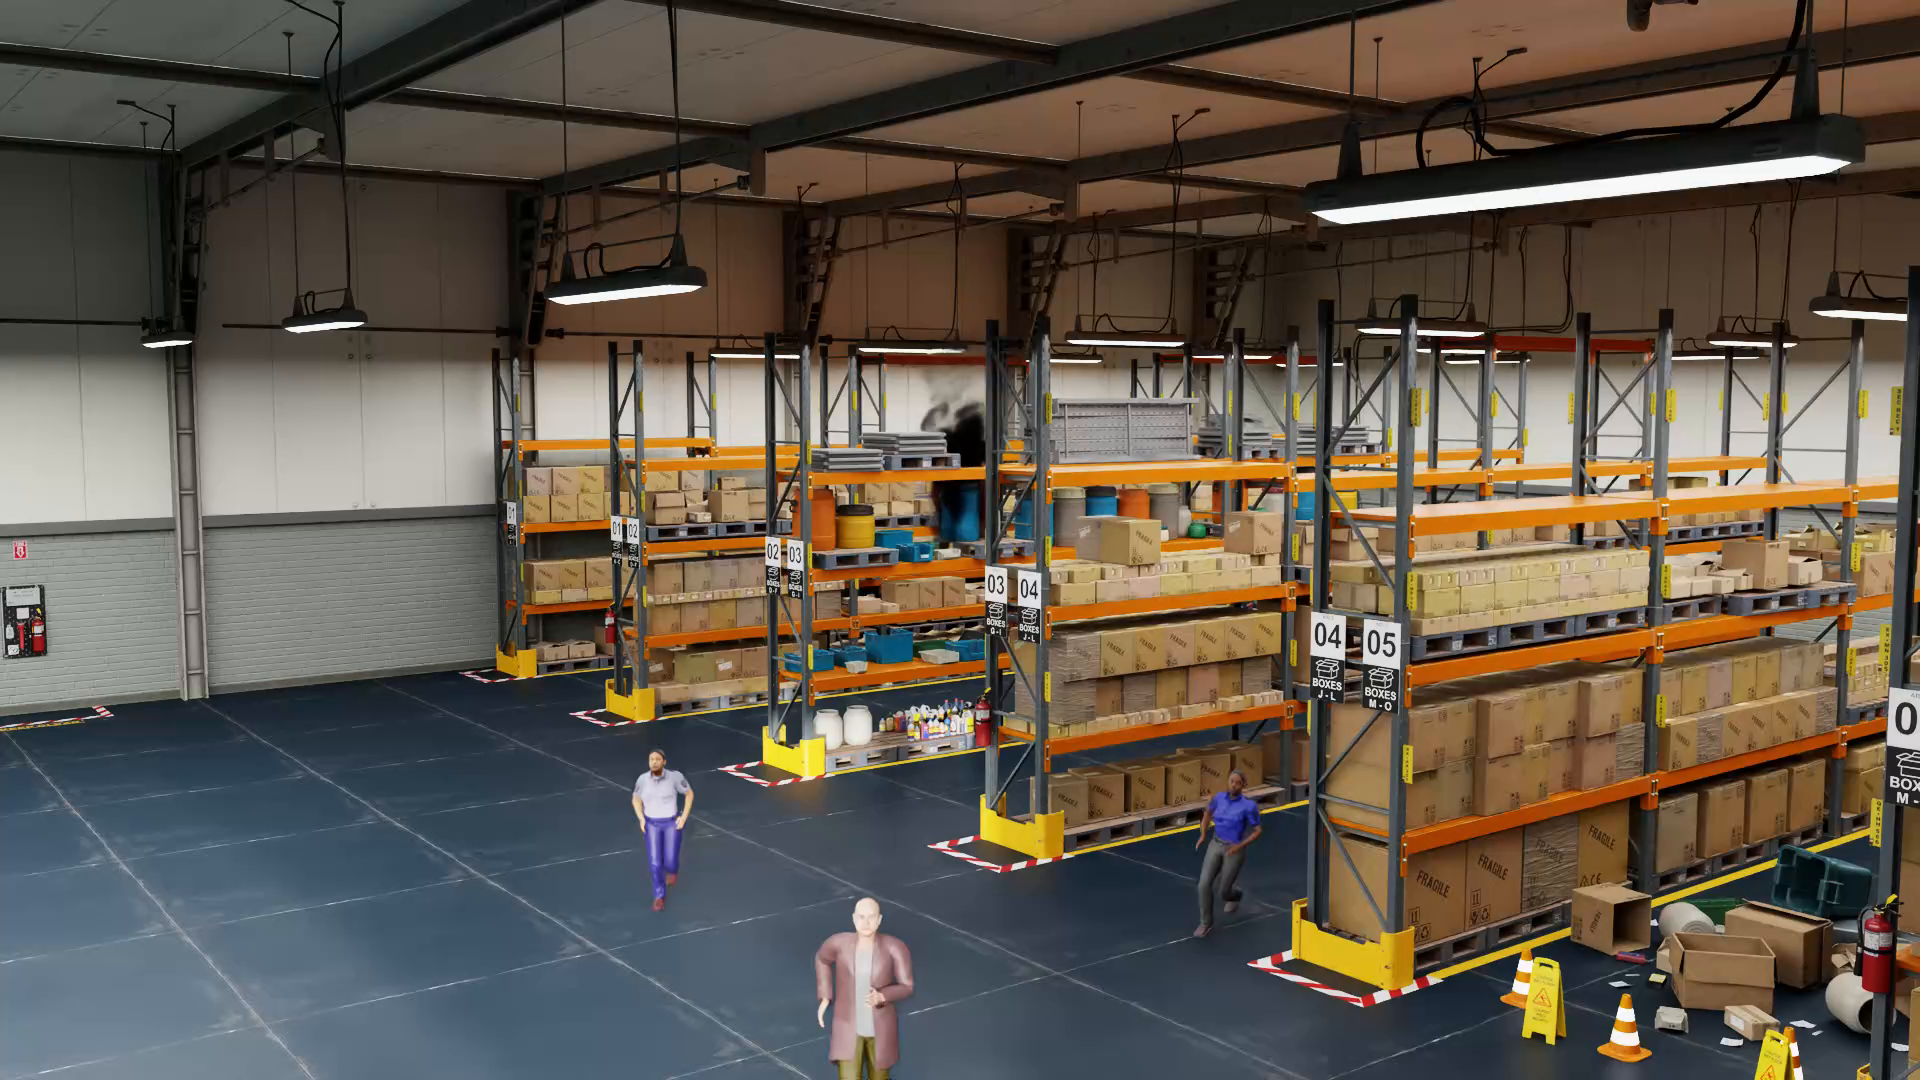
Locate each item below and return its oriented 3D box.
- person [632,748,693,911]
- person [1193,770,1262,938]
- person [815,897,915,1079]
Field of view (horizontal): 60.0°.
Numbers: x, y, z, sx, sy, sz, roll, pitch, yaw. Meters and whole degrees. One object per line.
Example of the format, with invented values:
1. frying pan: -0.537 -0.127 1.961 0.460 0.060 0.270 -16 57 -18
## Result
1. person: -3.006 2.894 16.856 0.610 1.625 0.625 0 5 -1
2. person: 2.598 2.989 15.944 0.624 1.629 0.691 3 6 35
3. person: -0.641 3.307 11.161 0.669 1.828 0.804 0 5 -4
